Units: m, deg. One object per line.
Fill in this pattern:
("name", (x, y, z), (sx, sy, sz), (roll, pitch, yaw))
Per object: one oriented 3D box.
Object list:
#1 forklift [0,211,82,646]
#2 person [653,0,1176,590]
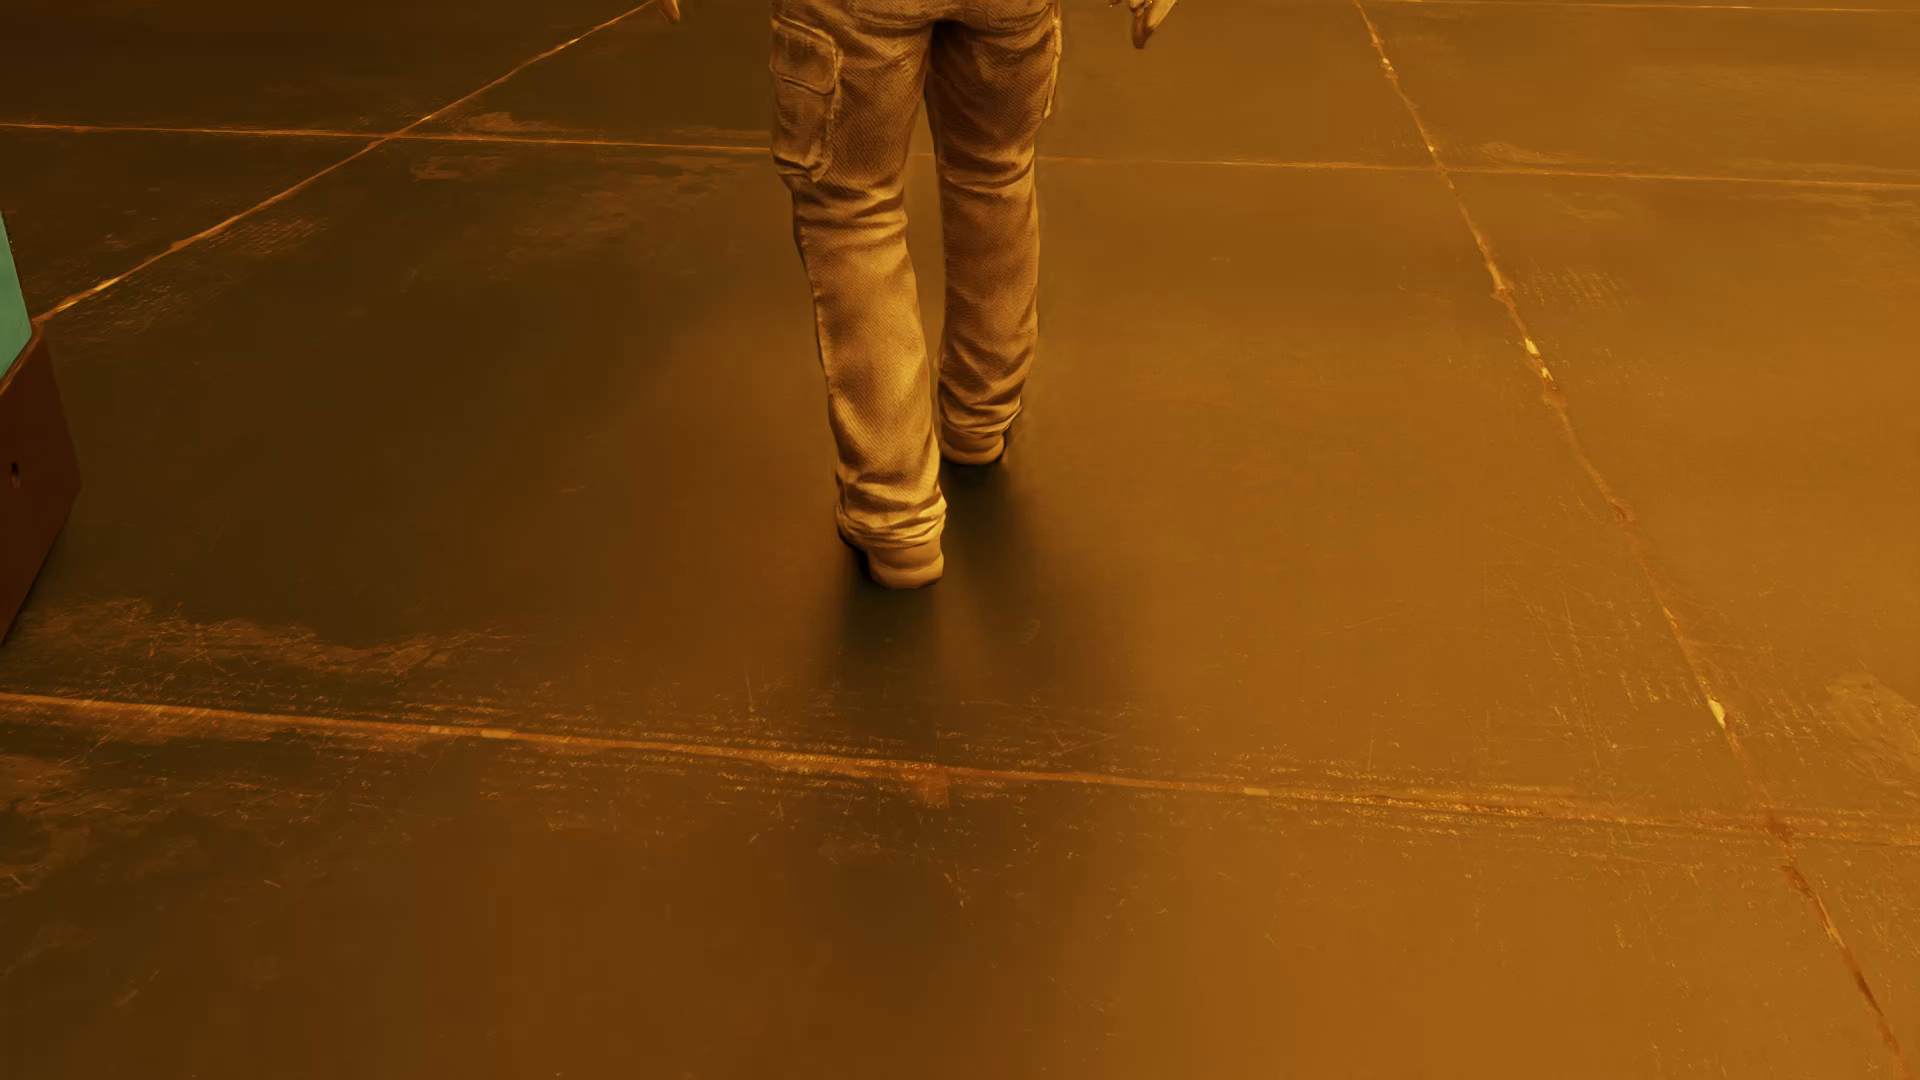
("forklift", (-2.679, -0.974, 1.168), (3.031, 2.935, 1.130), (-7, 27, -13))
("person", (-0.080, -0.859, 2.272), (0.717, 1.761, 0.643), (-10, 28, -20))
